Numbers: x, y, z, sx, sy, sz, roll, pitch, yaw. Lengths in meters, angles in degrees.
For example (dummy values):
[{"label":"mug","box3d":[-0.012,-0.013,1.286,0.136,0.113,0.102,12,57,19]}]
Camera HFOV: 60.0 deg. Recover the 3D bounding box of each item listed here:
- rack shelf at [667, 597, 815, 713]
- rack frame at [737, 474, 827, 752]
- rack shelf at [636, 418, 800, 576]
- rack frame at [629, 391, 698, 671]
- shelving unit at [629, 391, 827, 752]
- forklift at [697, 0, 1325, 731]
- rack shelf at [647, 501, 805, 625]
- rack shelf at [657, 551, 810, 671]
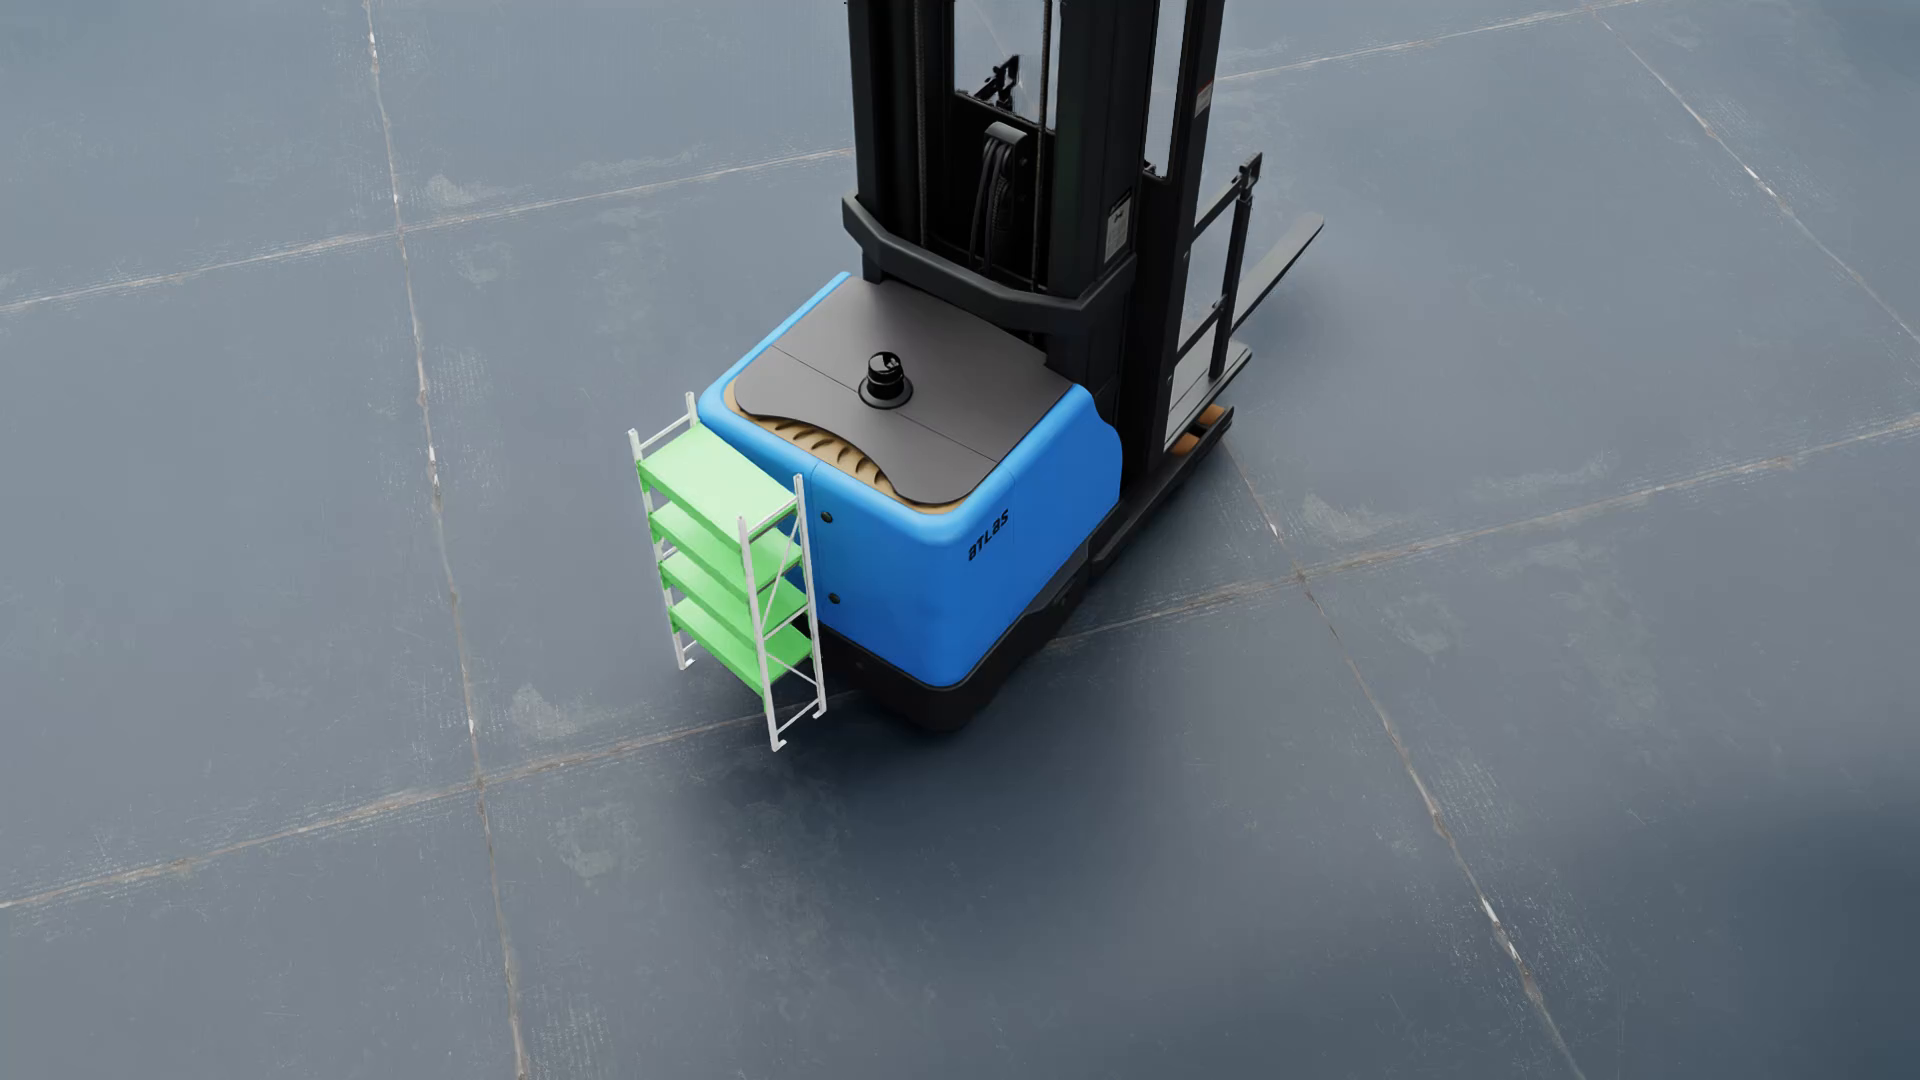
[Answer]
[{"label":"rack shelf","box3d":[-0.725,0.330,5.584,0.480,0.148,0.258,36,59,27]},{"label":"rack frame","box3d":[-0.549,0.263,5.243,0.015,1.200,0.240,36,59,27]},{"label":"rack shelf","box3d":[-0.724,-0.135,5.035,0.480,0.148,0.258,36,59,27]},{"label":"rack frame","box3d":[-0.900,0.004,5.461,0.015,1.200,0.240,36,59,27]},{"label":"shelving unit","box3d":[-0.725,0.134,5.352,0.503,1.200,0.258,36,59,27]},{"label":"forklift","box3d":[0.416,-1.395,5.509,1.130,2.935,3.031,29,56,22]},{"label":"rack shelf","box3d":[-0.724,0.020,5.218,0.480,0.148,0.258,36,59,27]},{"label":"rack shelf","box3d":[-0.725,0.175,5.401,0.480,0.148,0.258,36,59,27]}]
